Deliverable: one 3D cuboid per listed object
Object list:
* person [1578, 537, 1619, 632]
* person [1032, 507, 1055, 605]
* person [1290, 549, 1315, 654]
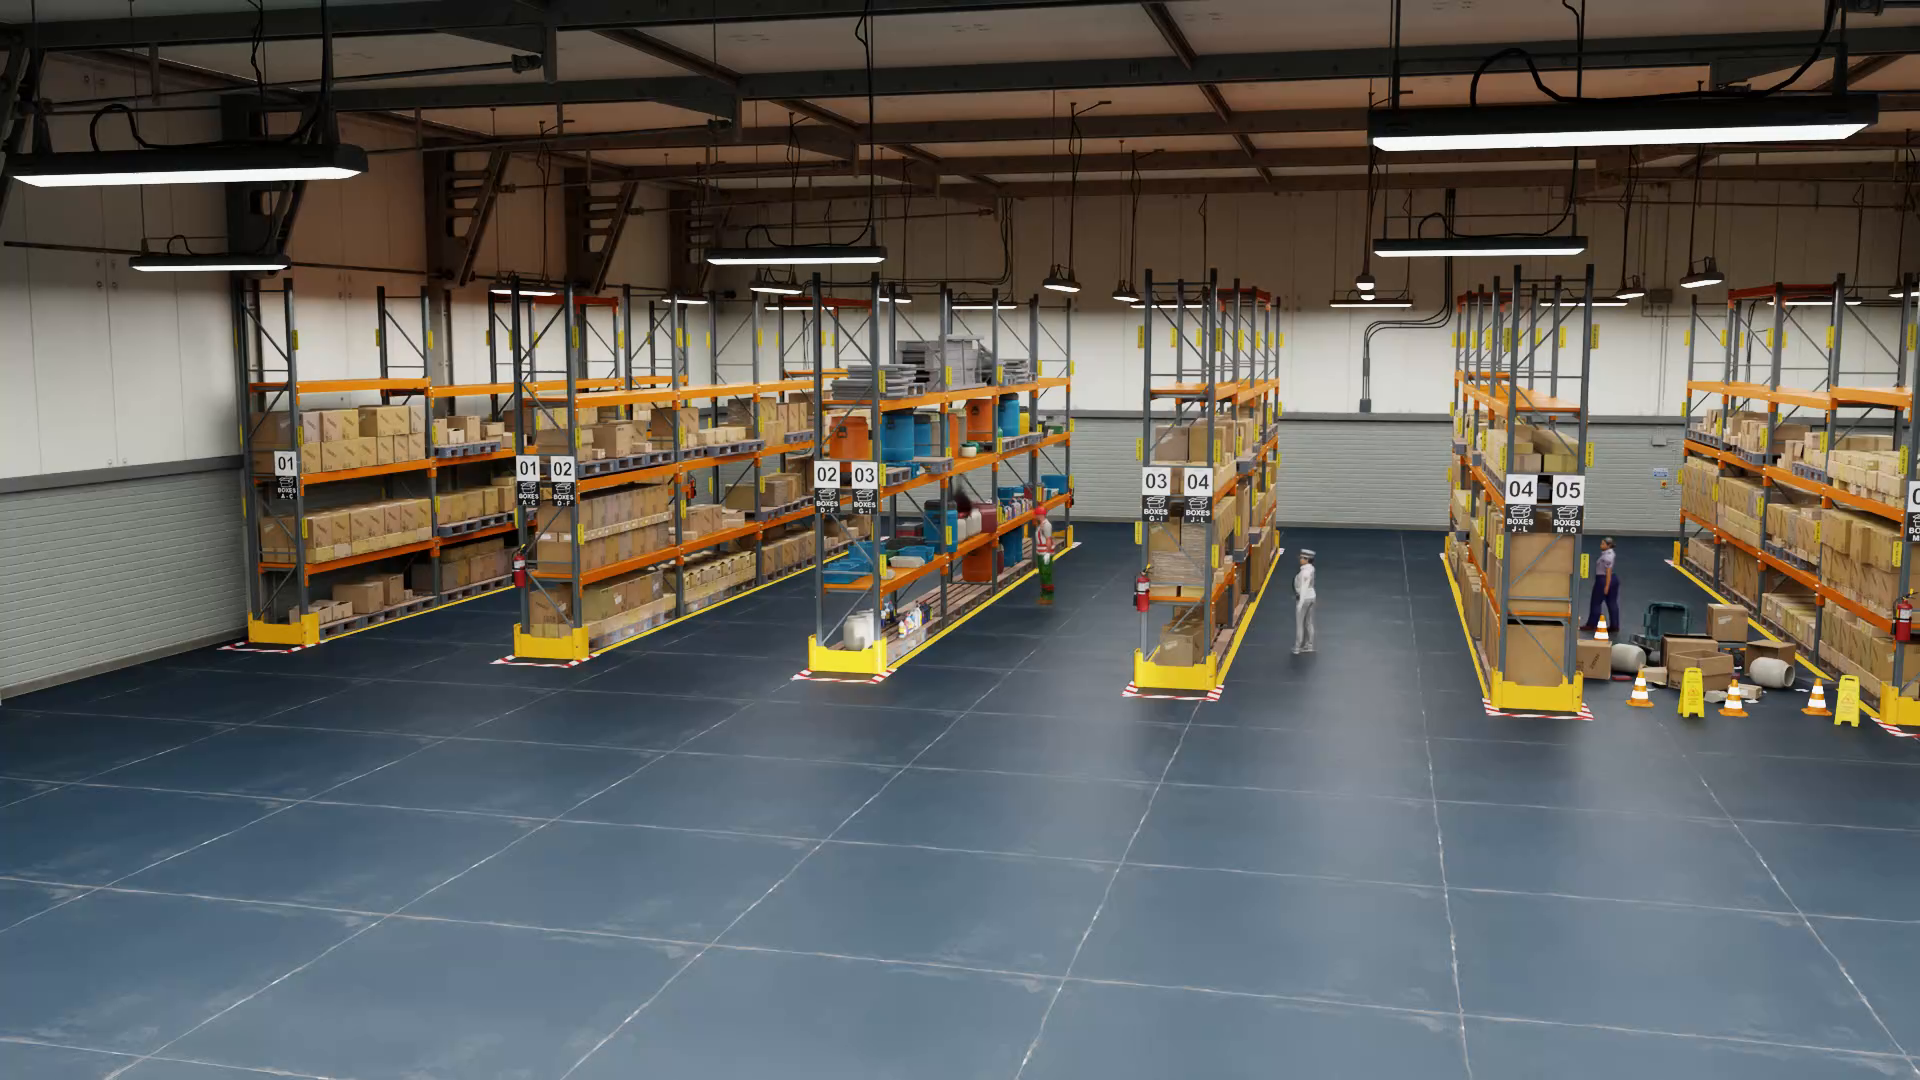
[{"bbox_3d":[11.083,0.756,28.670,0.469,1.641,0.655,-5,9,-38],"label":"person"},{"bbox_3d":[1.544,0.287,30.676,0.385,1.798,0.551,-3,7,-20],"label":"person"},{"bbox_3d":[5.510,0.988,26.683,0.360,1.695,0.487,6,9,39],"label":"person"}]
